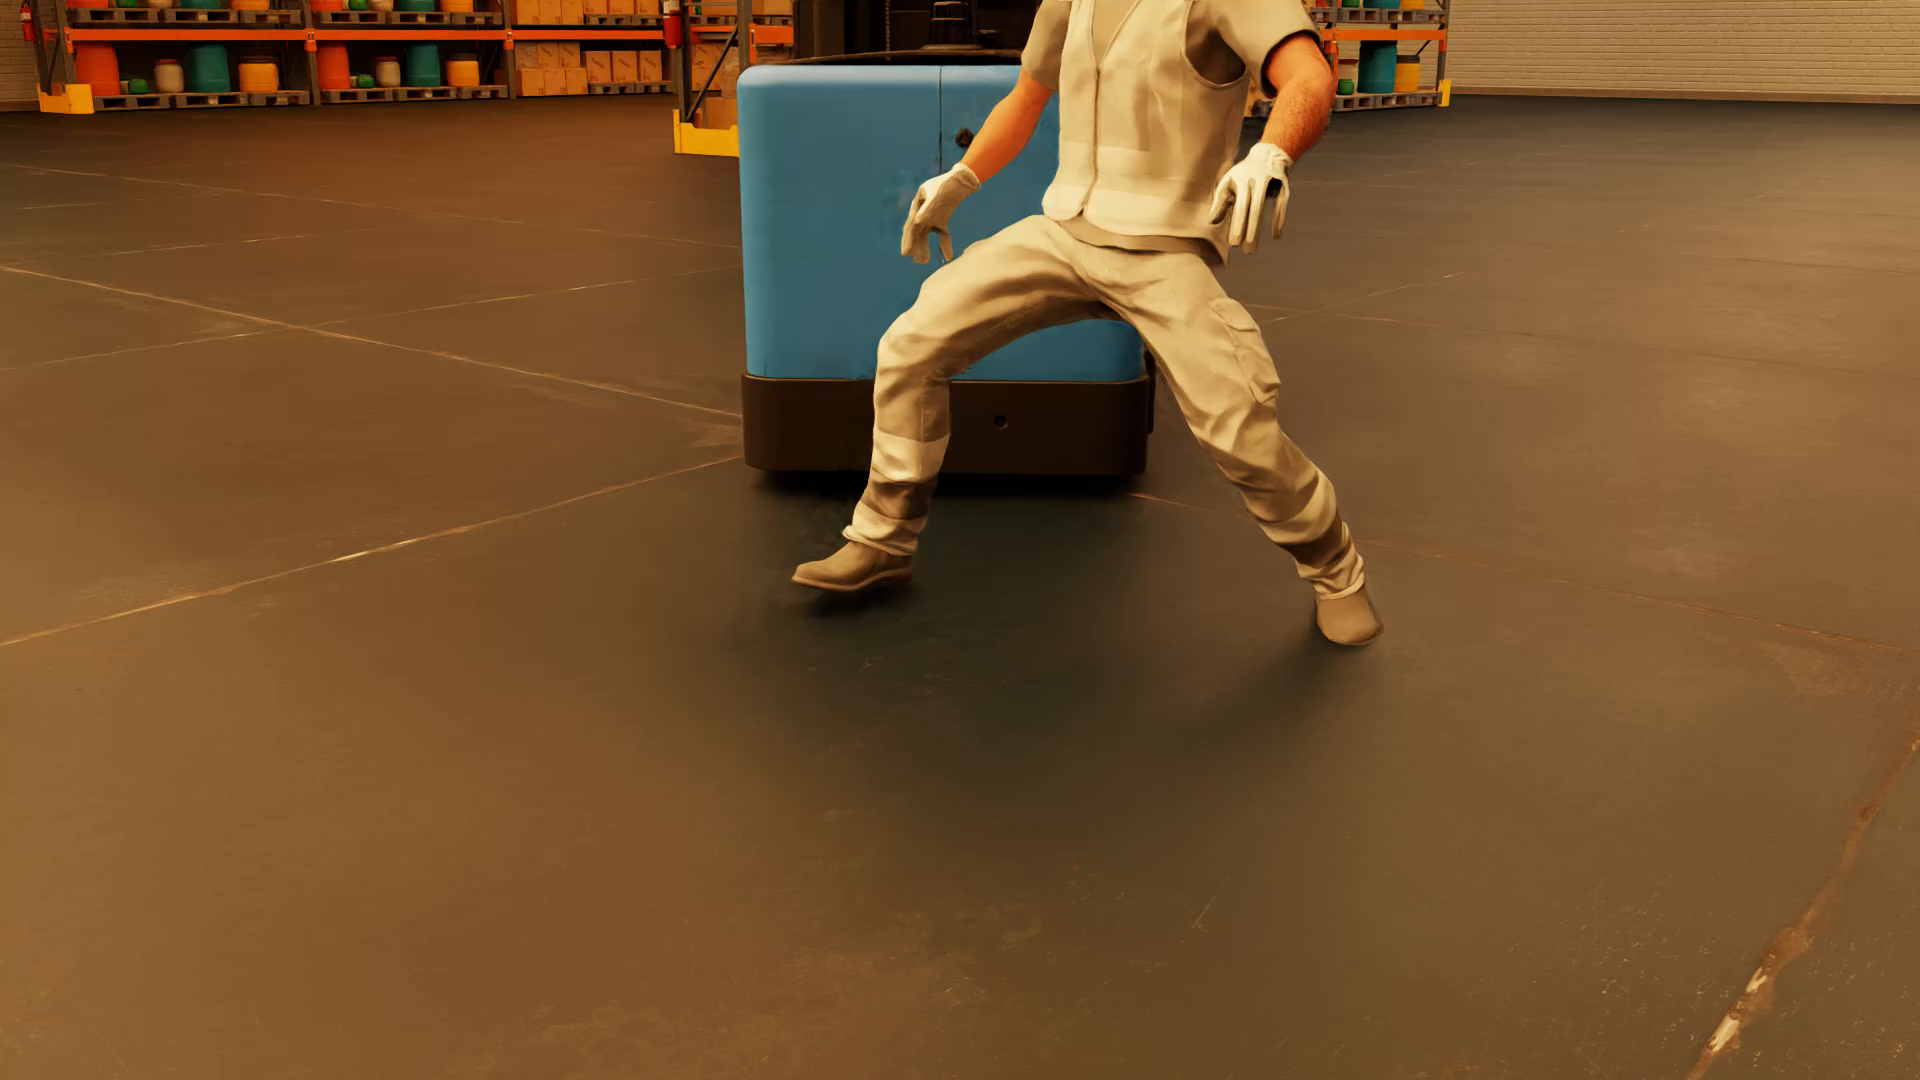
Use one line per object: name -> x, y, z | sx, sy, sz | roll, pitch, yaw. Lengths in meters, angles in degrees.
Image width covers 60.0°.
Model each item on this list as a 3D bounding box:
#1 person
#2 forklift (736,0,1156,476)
person -> 0.306, -0.590, 3.192 | 0.929, 1.628, 1.020 | -15, 23, -41
forklift -> 0.043, -1.942, 5.294 | 1.130, 2.935, 3.031 | 1, 17, 3
